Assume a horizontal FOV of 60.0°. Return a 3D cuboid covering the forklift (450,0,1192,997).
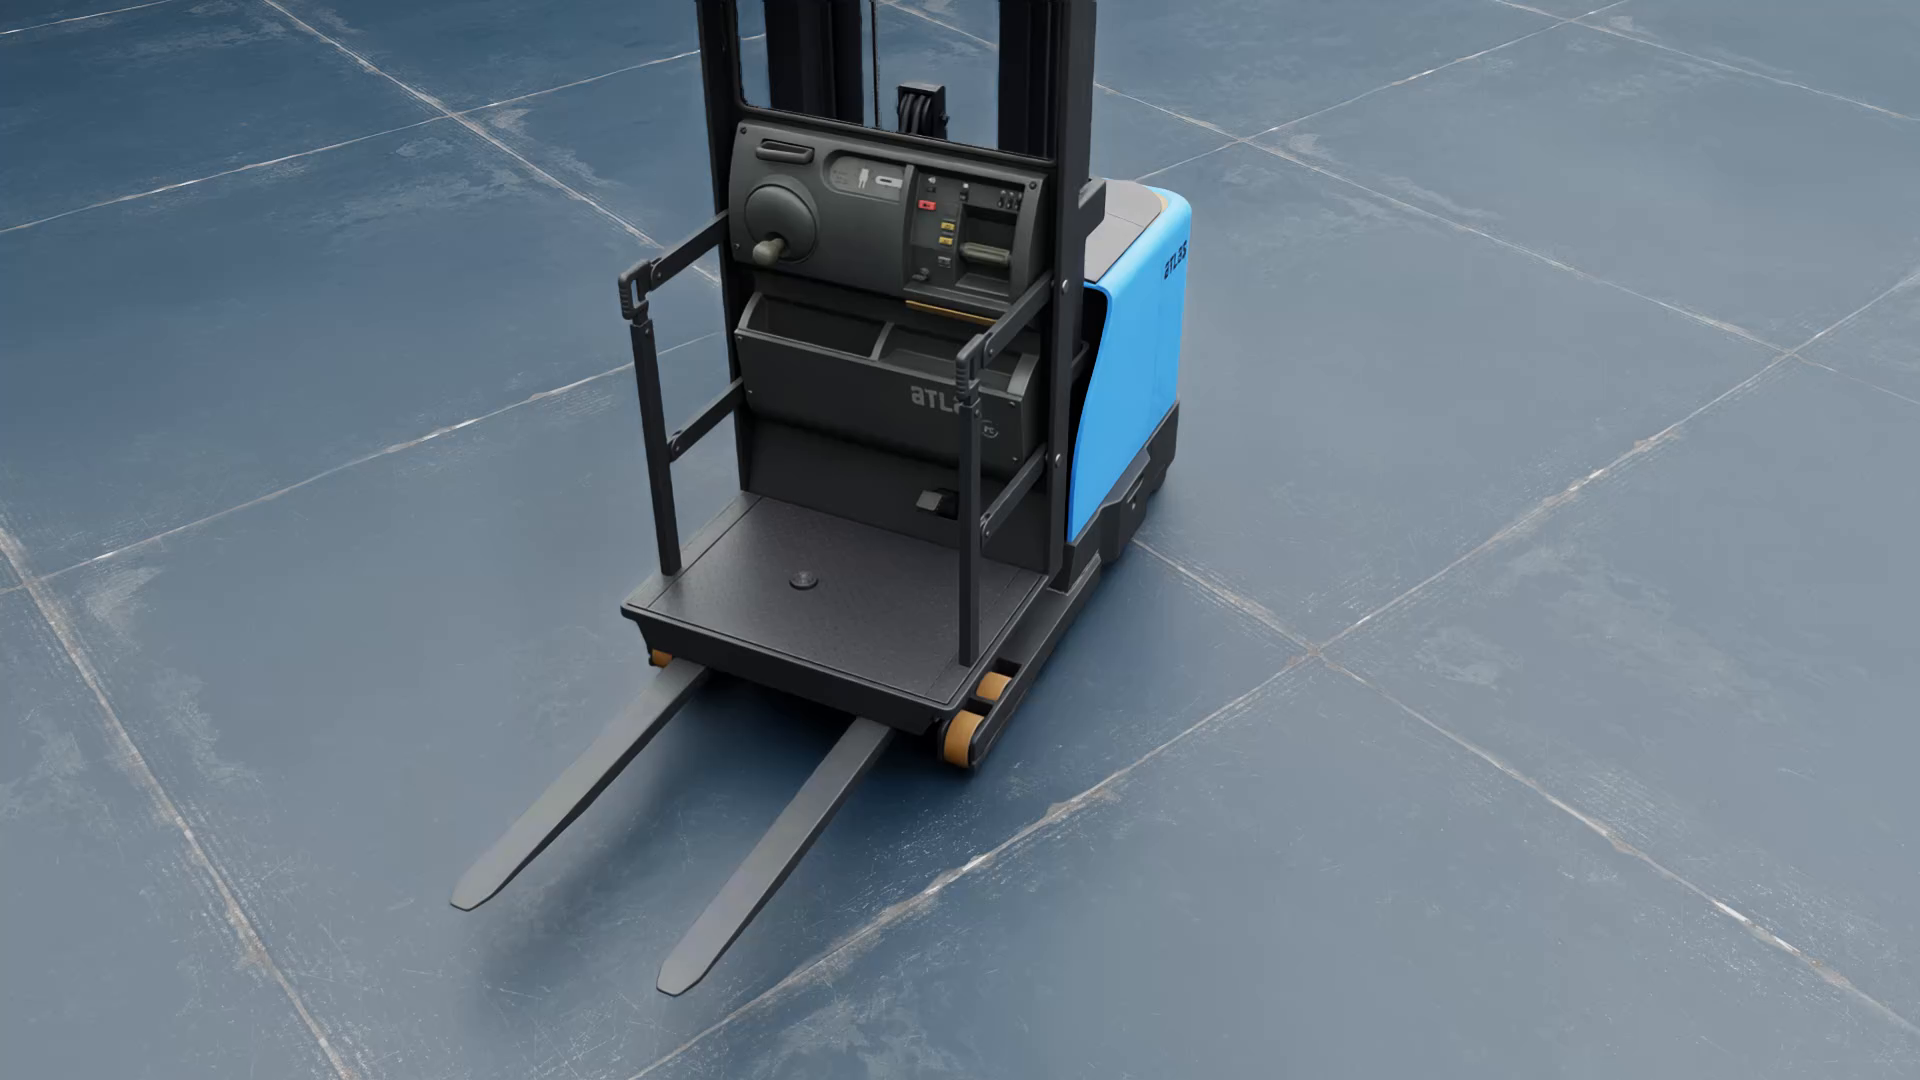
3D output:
[{"bbox_3d":[-0.307,-0.825,4.379,1.130,2.935,3.031,15,38,21],"label":"forklift"}]
